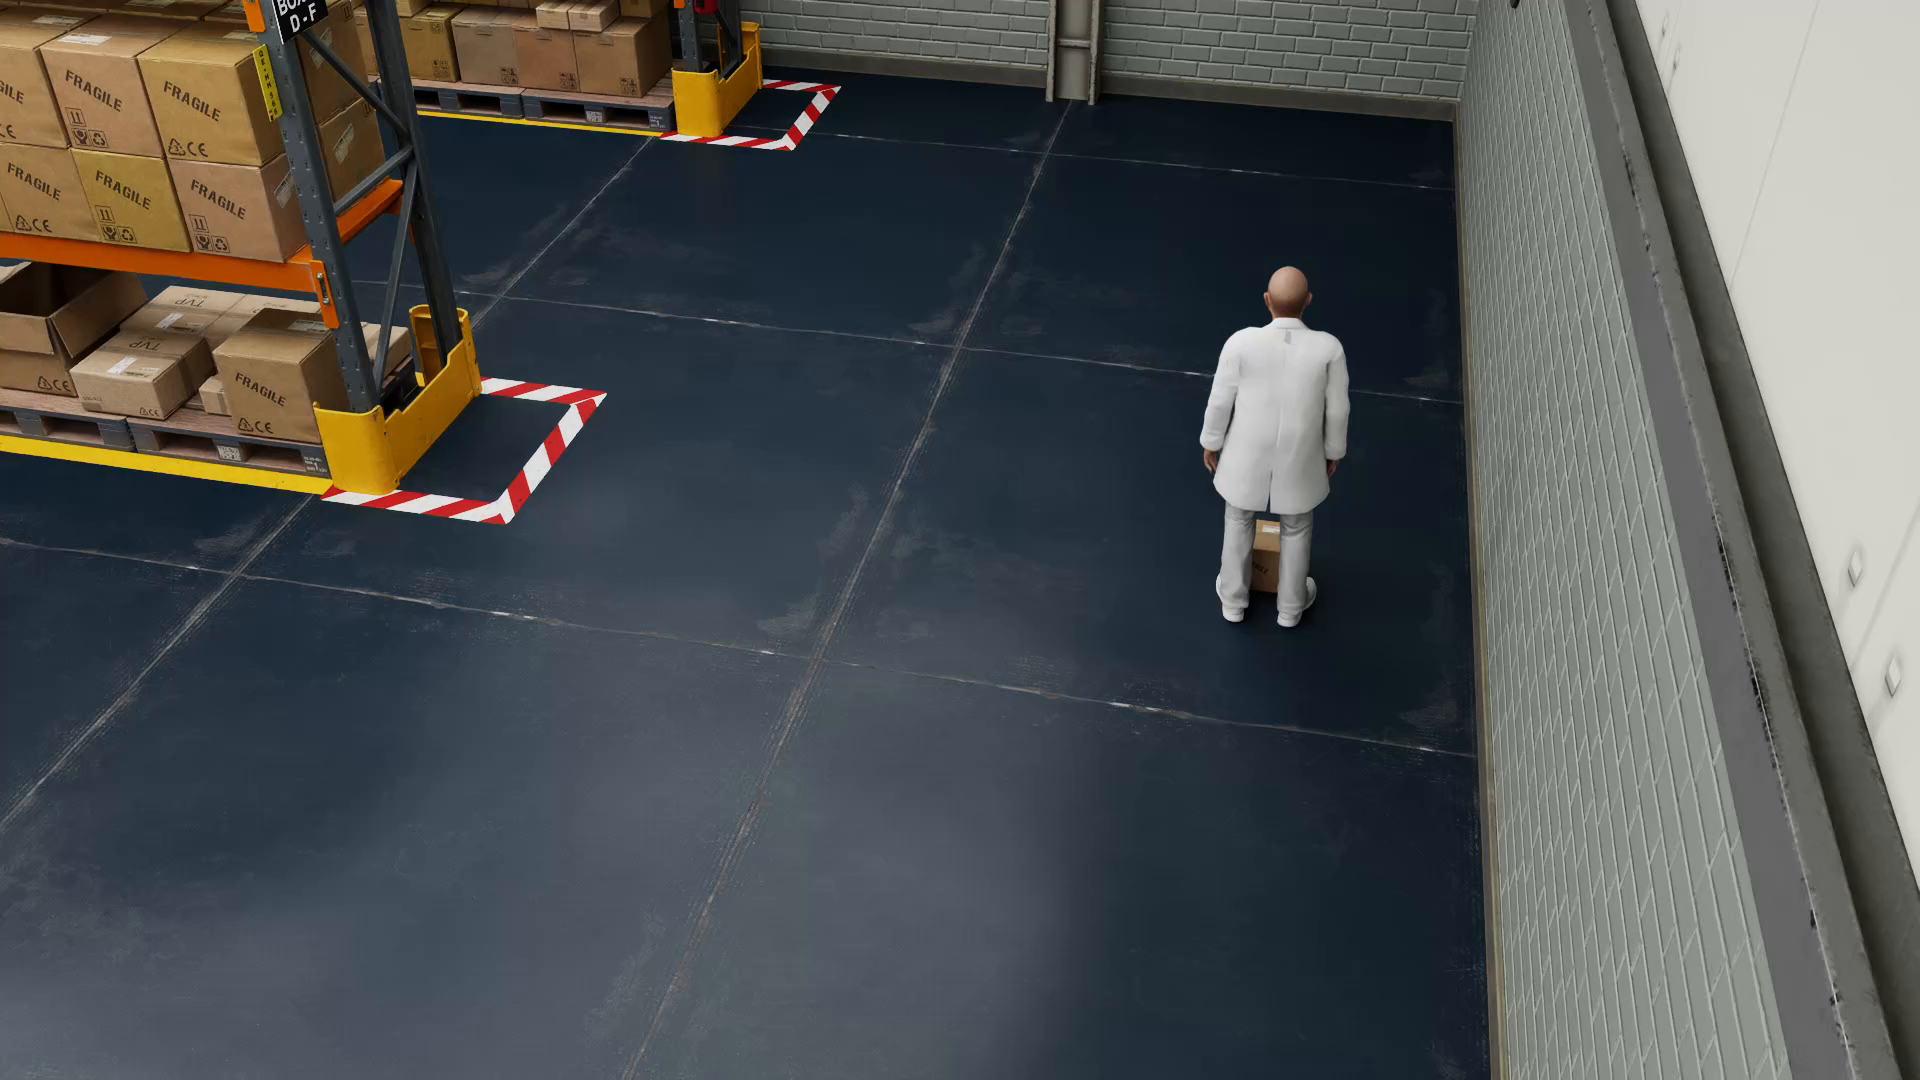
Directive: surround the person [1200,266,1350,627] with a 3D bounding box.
[{"bbox_3d":[1.414,-0.406,7.536,0.655,1.775,0.407,6,36,8],"label":"person"}]
